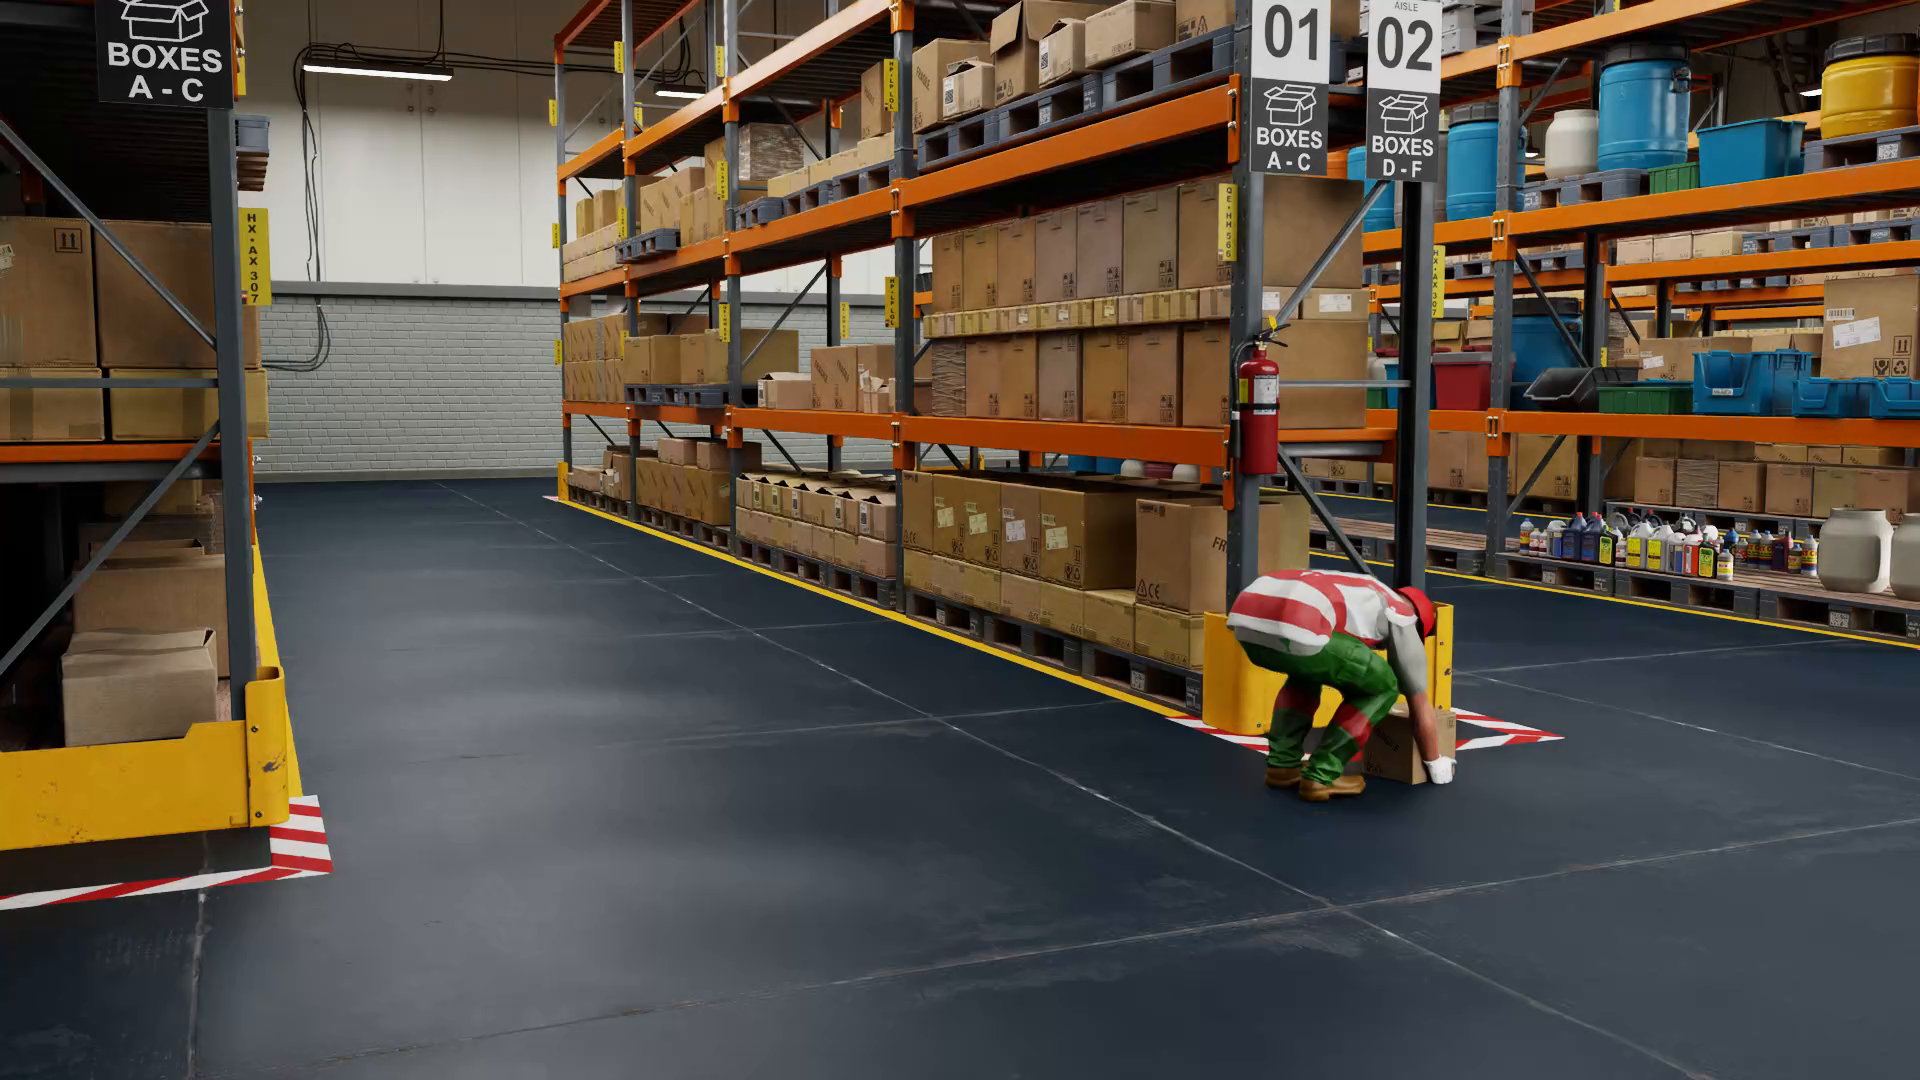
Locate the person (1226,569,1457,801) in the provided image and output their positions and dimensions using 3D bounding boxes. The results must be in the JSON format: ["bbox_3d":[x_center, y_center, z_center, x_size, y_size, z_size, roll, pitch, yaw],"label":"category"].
[{"bbox_3d":[1.425,0.523,6.263,0.967,0.854,0.529,-4,7,-38],"label":"person"}]
